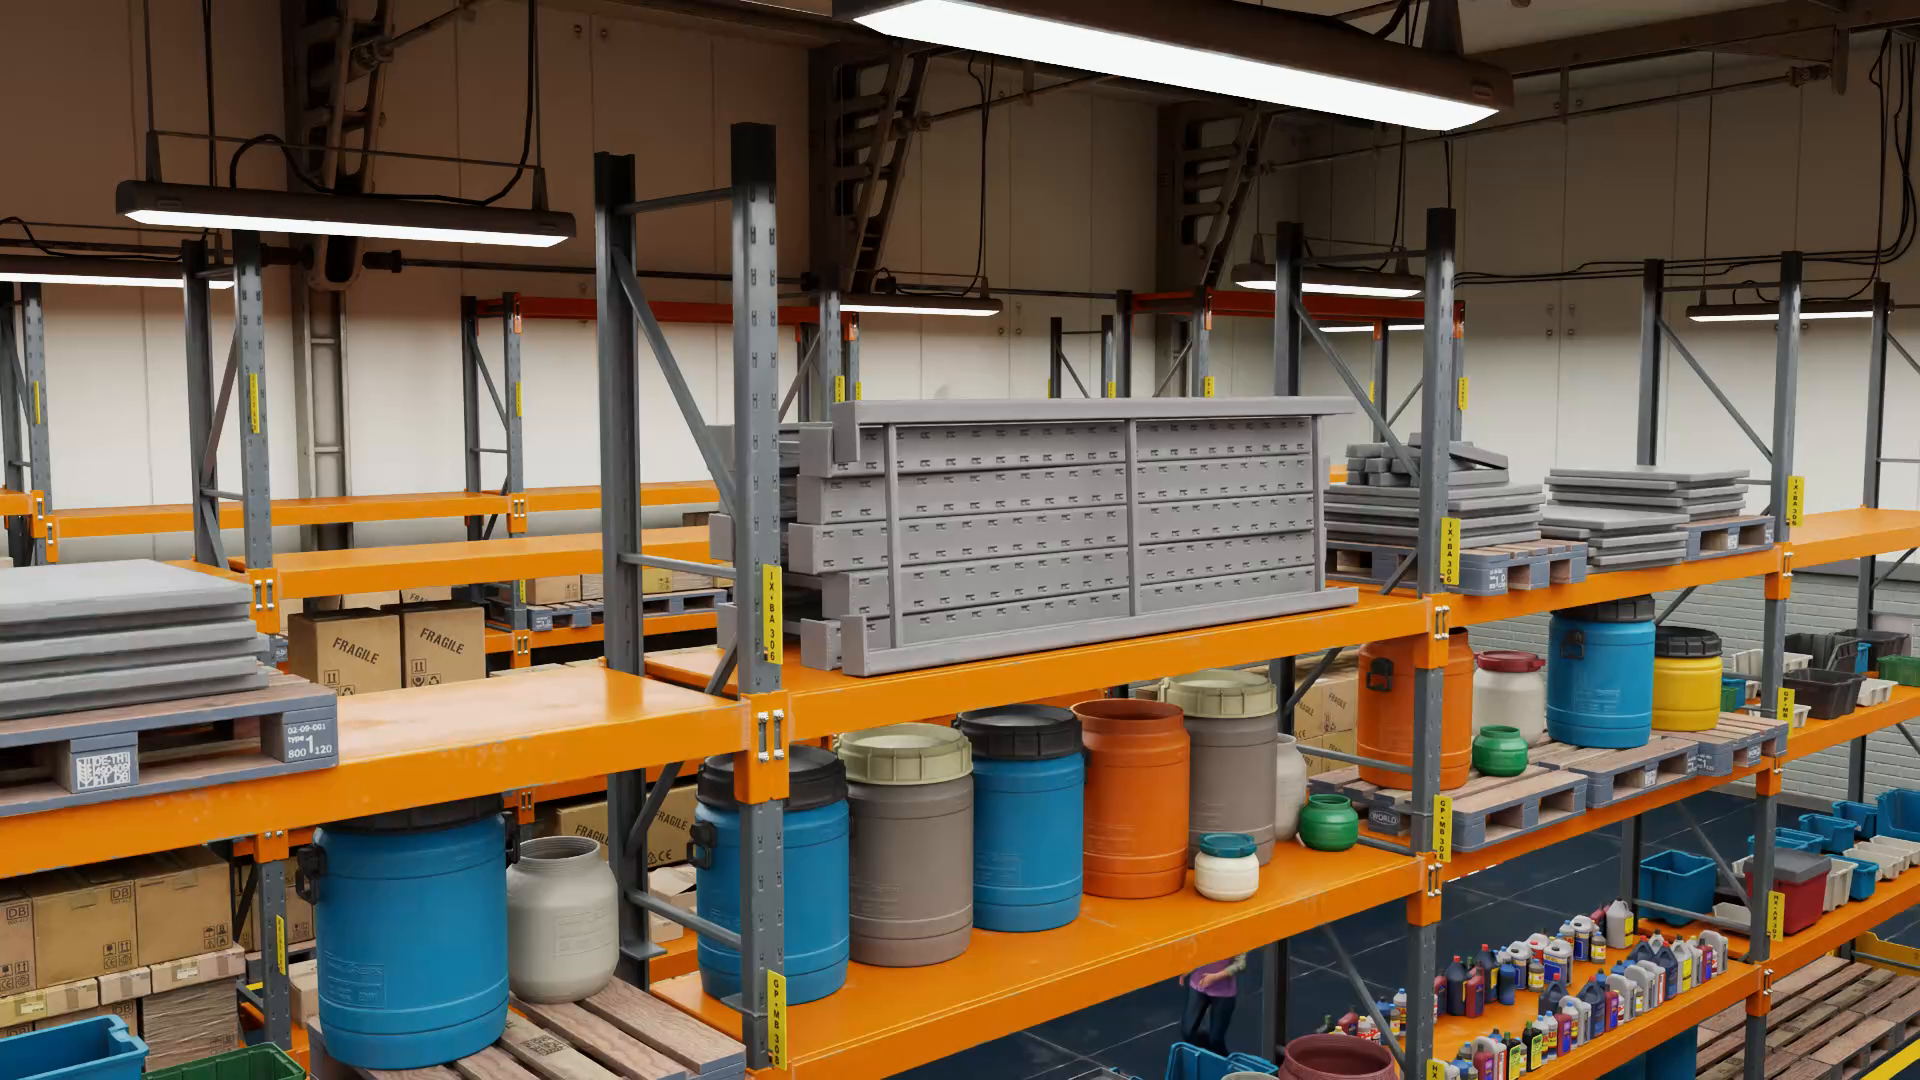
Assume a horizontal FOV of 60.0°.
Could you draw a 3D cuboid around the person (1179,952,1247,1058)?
[{"bbox_3d":[1.792,3.266,11.990,0.535,1.537,0.533,4,7,35],"label":"person"}]
